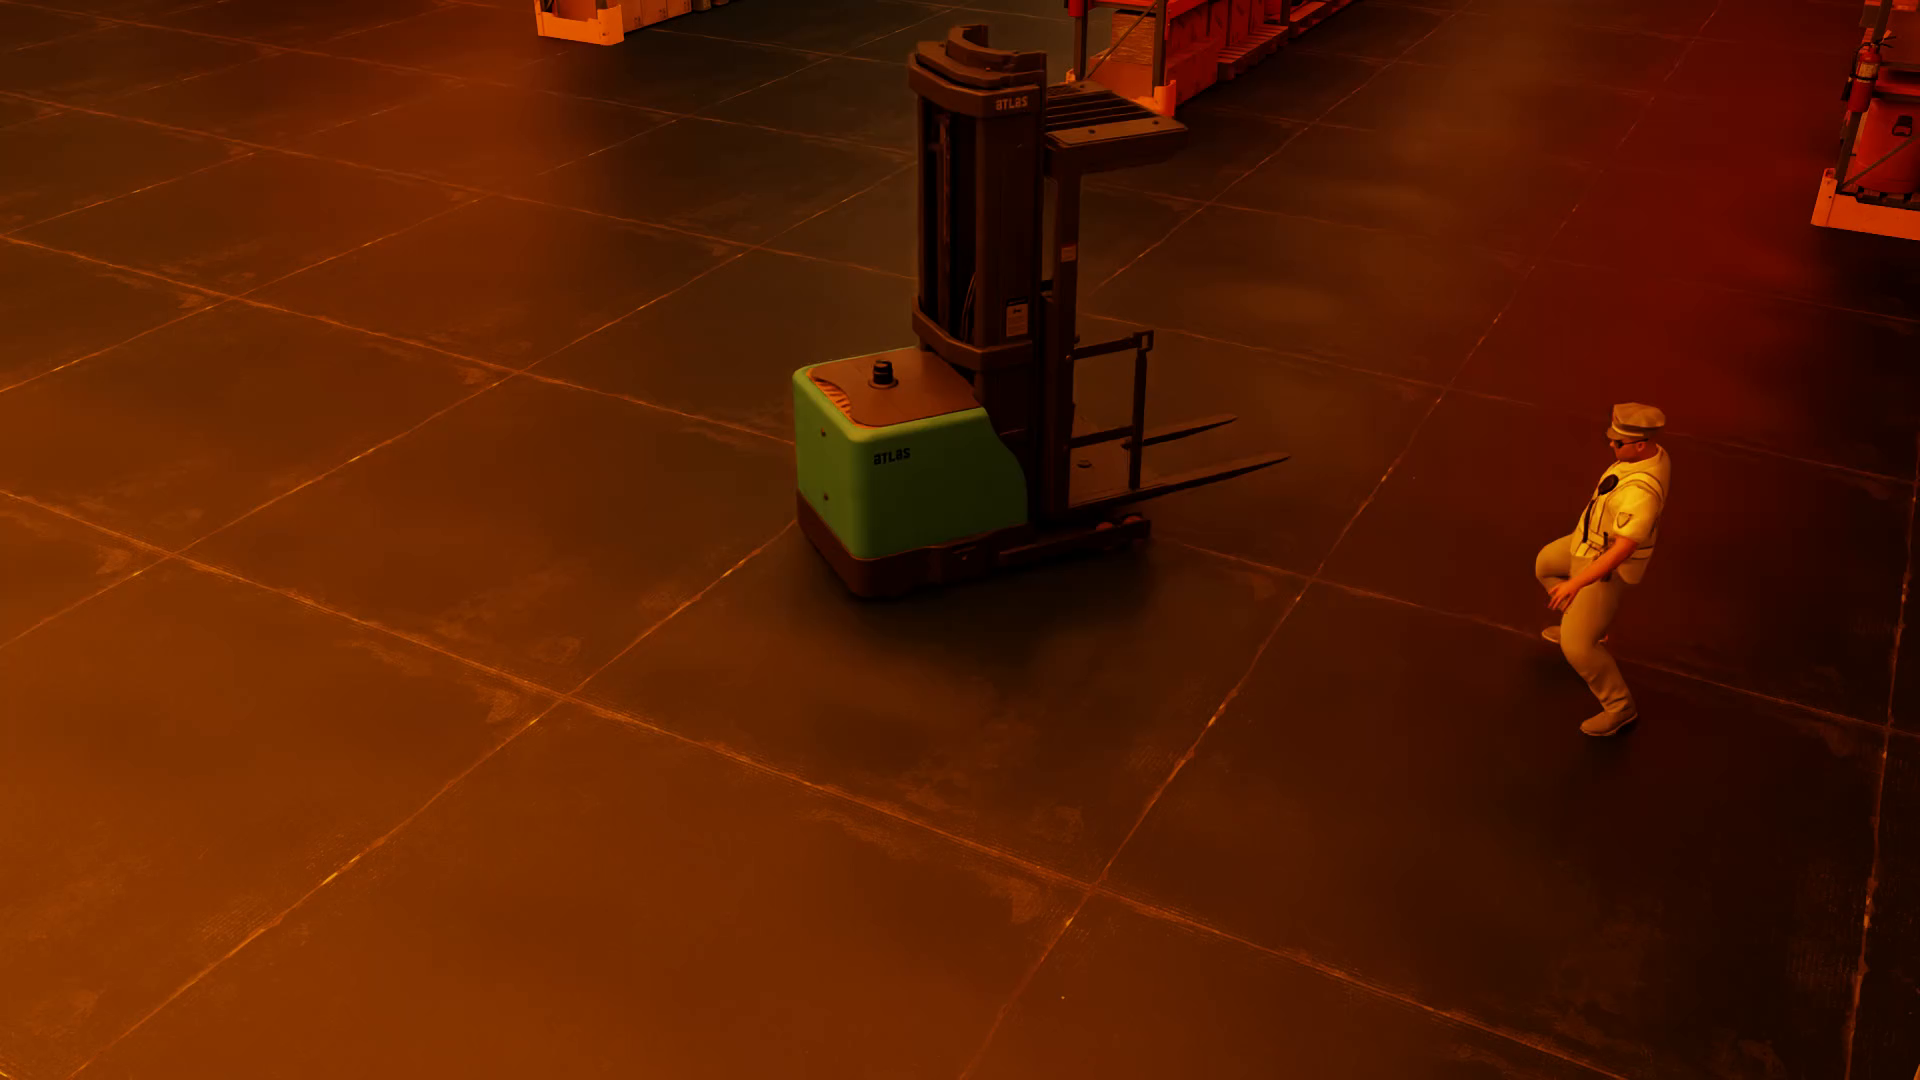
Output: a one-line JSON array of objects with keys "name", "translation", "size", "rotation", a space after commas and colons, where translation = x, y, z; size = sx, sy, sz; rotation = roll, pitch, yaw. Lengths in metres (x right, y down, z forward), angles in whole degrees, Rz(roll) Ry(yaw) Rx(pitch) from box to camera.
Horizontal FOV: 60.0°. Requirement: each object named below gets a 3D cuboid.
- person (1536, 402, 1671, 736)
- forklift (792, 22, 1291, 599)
[{"name": "person", "translation": [3.208, 0.071, 8.282], "size": [0.633, 1.637, 0.958], "rotation": [12, 32, 20]}, {"name": "forklift", "translation": [0.576, -1.431, 9.550], "size": [3.031, 2.935, 1.130], "rotation": [-13, 33, -22]}]
